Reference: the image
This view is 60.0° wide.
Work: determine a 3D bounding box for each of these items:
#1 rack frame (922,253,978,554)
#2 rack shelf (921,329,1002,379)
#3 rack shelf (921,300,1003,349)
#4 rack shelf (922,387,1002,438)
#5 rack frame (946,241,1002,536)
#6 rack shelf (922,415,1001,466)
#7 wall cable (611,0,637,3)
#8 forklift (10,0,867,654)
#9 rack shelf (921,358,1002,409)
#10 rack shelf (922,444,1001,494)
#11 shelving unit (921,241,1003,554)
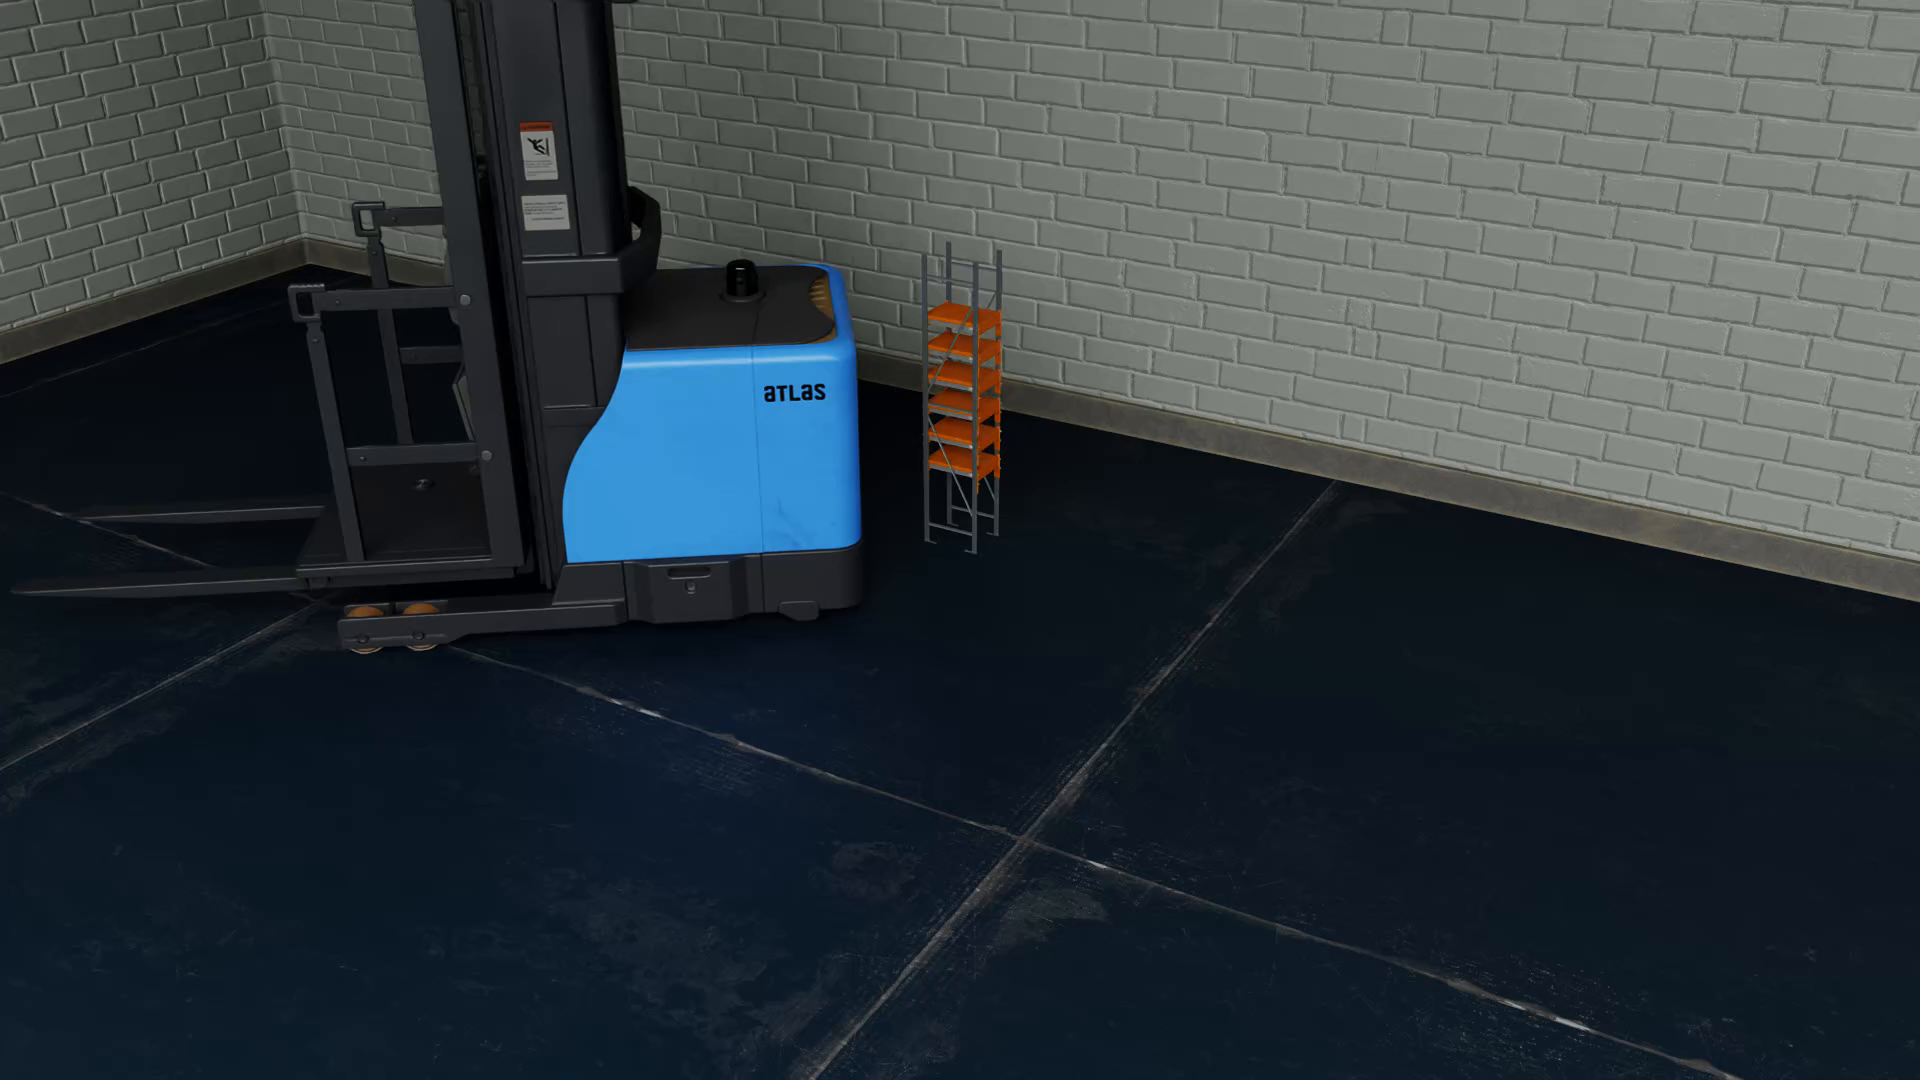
[{"bbox_3d":[-0.038,-0.507,6.421,0.240,1.200,0.006,14,30,26],"label":"rack frame"},{"bbox_3d":[0.007,-0.717,6.405,0.258,0.103,0.180,14,30,26],"label":"rack shelf"},{"bbox_3d":[0.007,-0.824,6.351,0.258,0.103,0.180,14,30,26],"label":"rack shelf"},{"bbox_3d":[0.007,-0.502,6.513,0.258,0.103,0.180,14,30,26],"label":"rack shelf"},{"bbox_3d":[0.052,-0.578,6.564,0.240,1.200,0.006,14,30,26],"label":"rack frame"},{"bbox_3d":[0.007,-0.395,6.566,0.258,0.103,0.180,14,30,26],"label":"rack shelf"},{"bbox_3d":[-2.713,-3.989,8.135,3.097,2.526,0.112,14,30,26],"label":"wall cable"},{"bbox_3d":[-1.900,-1.154,5.782,3.031,2.935,1.130,-3,27,-6],"label":"forklift"},{"bbox_3d":[0.007,-0.610,6.459,0.258,0.103,0.180,14,30,26],"label":"rack shelf"},{"bbox_3d":[0.007,-0.288,6.620,0.258,0.103,0.180,14,30,26],"label":"rack shelf"},{"bbox_3d":[0.007,-0.542,6.493,0.258,1.200,0.189,14,30,26],"label":"shelving unit"}]
